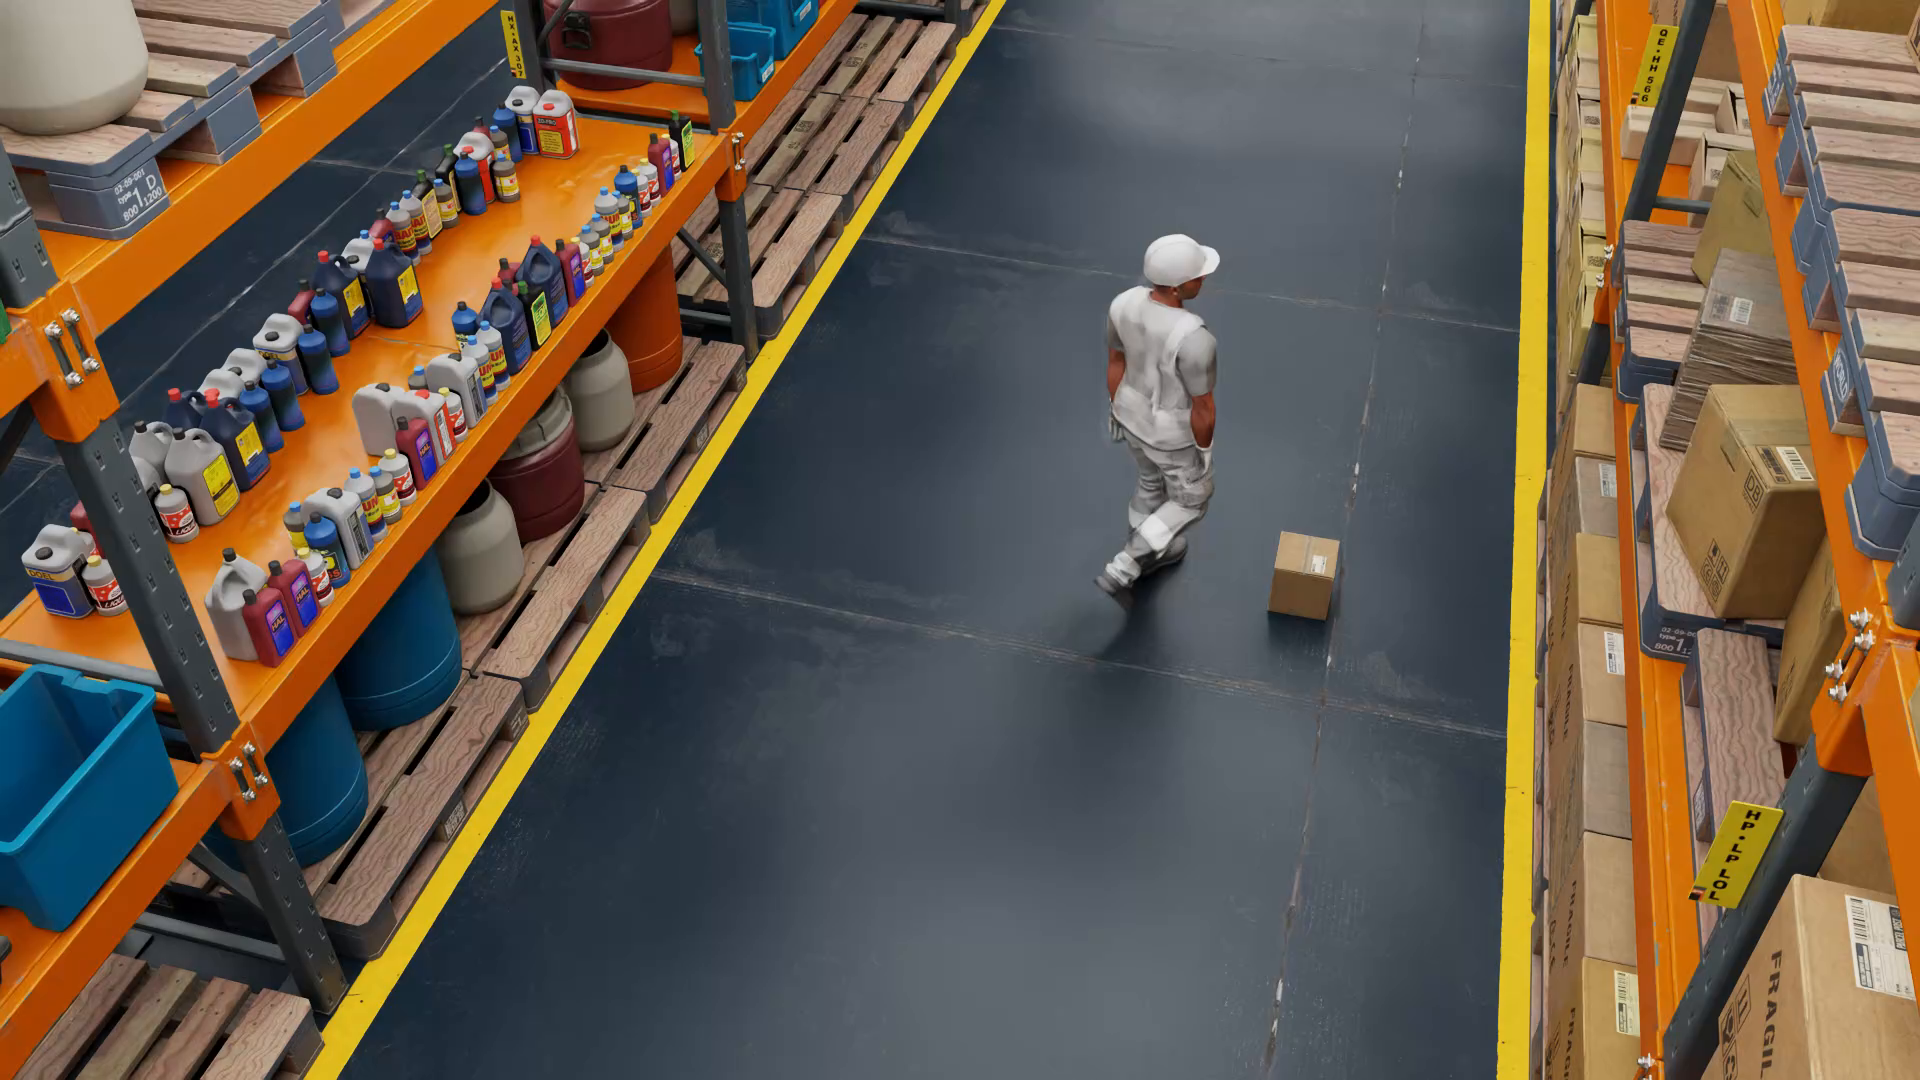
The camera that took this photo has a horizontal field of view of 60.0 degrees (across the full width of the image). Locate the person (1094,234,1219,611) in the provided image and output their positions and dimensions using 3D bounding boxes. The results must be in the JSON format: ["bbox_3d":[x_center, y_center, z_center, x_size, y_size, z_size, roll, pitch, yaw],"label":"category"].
[{"bbox_3d":[0.788,-0.444,6.645,0.709,1.773,0.541,-28,48,-29],"label":"person"}]
